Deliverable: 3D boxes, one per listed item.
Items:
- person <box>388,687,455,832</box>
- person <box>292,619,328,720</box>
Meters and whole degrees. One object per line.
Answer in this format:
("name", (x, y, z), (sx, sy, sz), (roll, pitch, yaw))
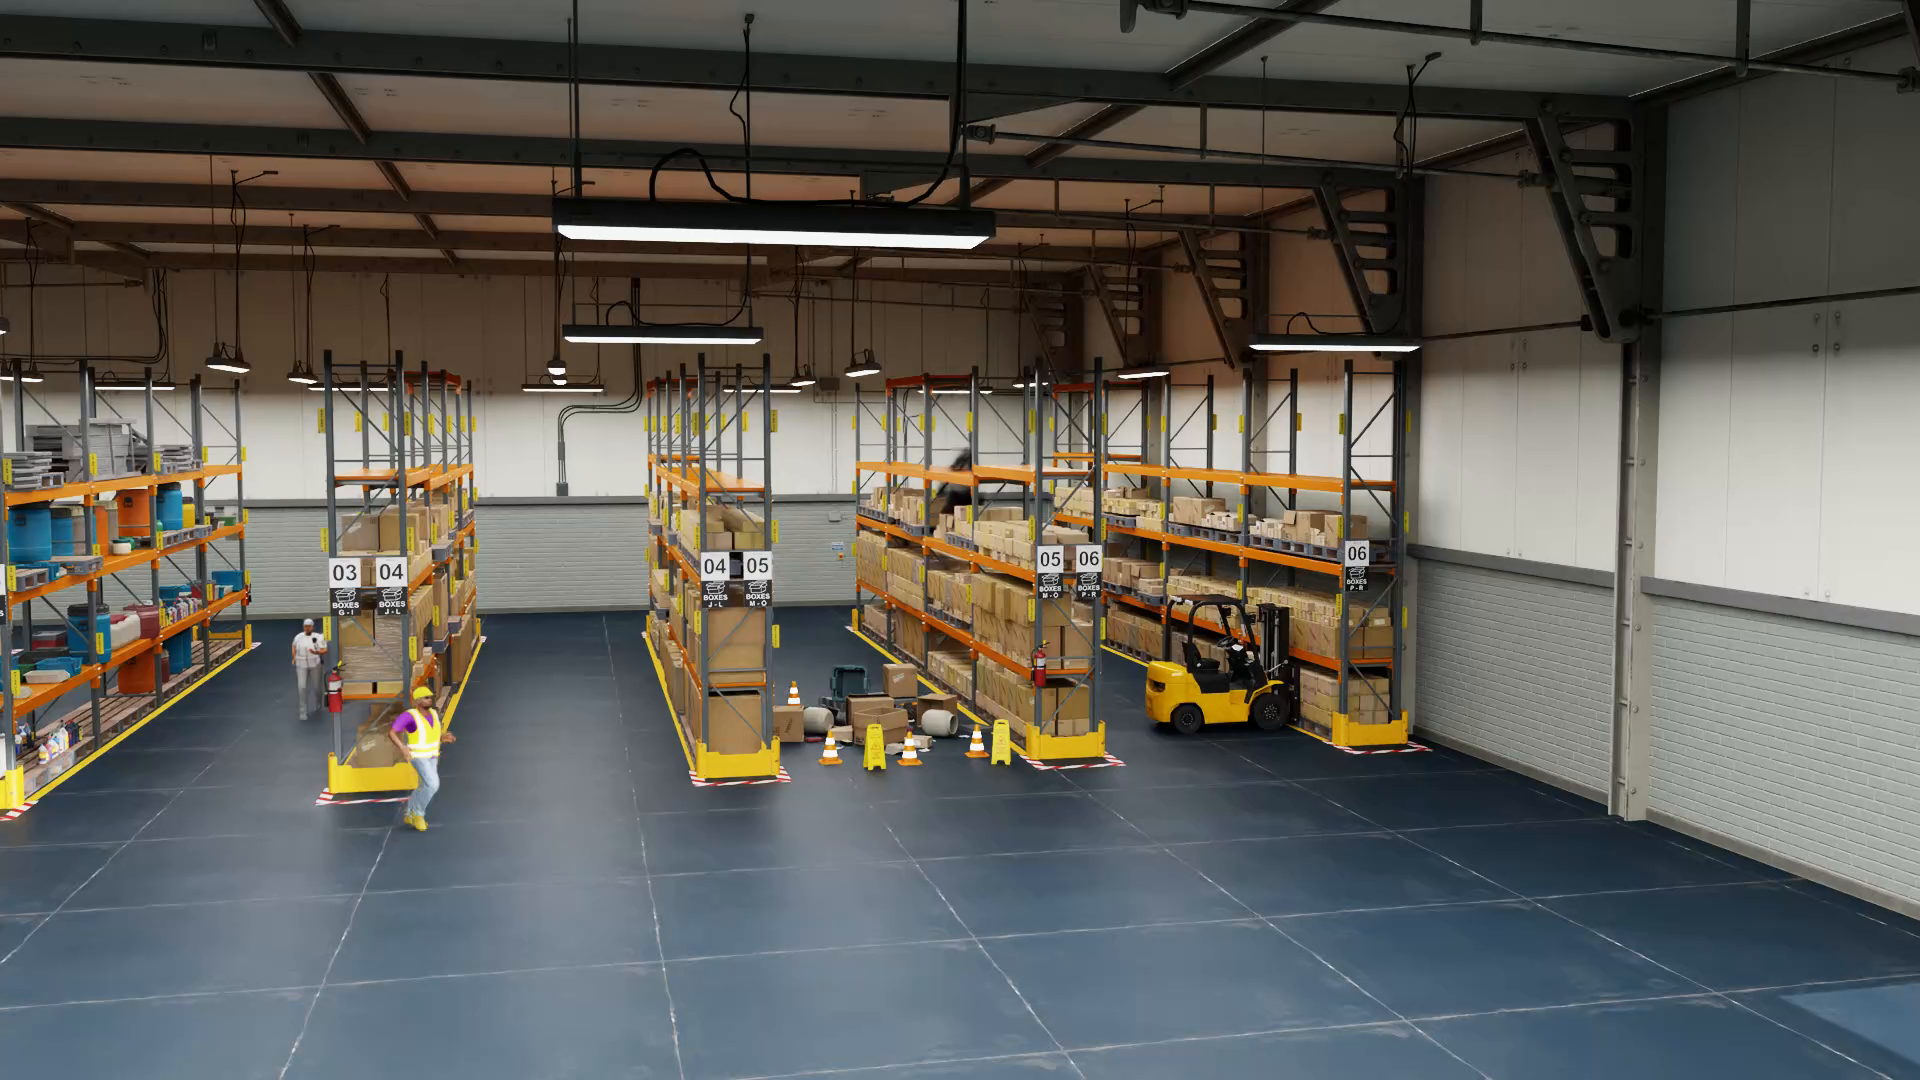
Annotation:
("person", (-6.616, 2.701, 20.556), (0.708, 1.778, 0.672), (2, 4, 21))
("person", (-11.115, 2.176, 28.417), (0.601, 1.666, 0.934), (-1, 4, -15))
